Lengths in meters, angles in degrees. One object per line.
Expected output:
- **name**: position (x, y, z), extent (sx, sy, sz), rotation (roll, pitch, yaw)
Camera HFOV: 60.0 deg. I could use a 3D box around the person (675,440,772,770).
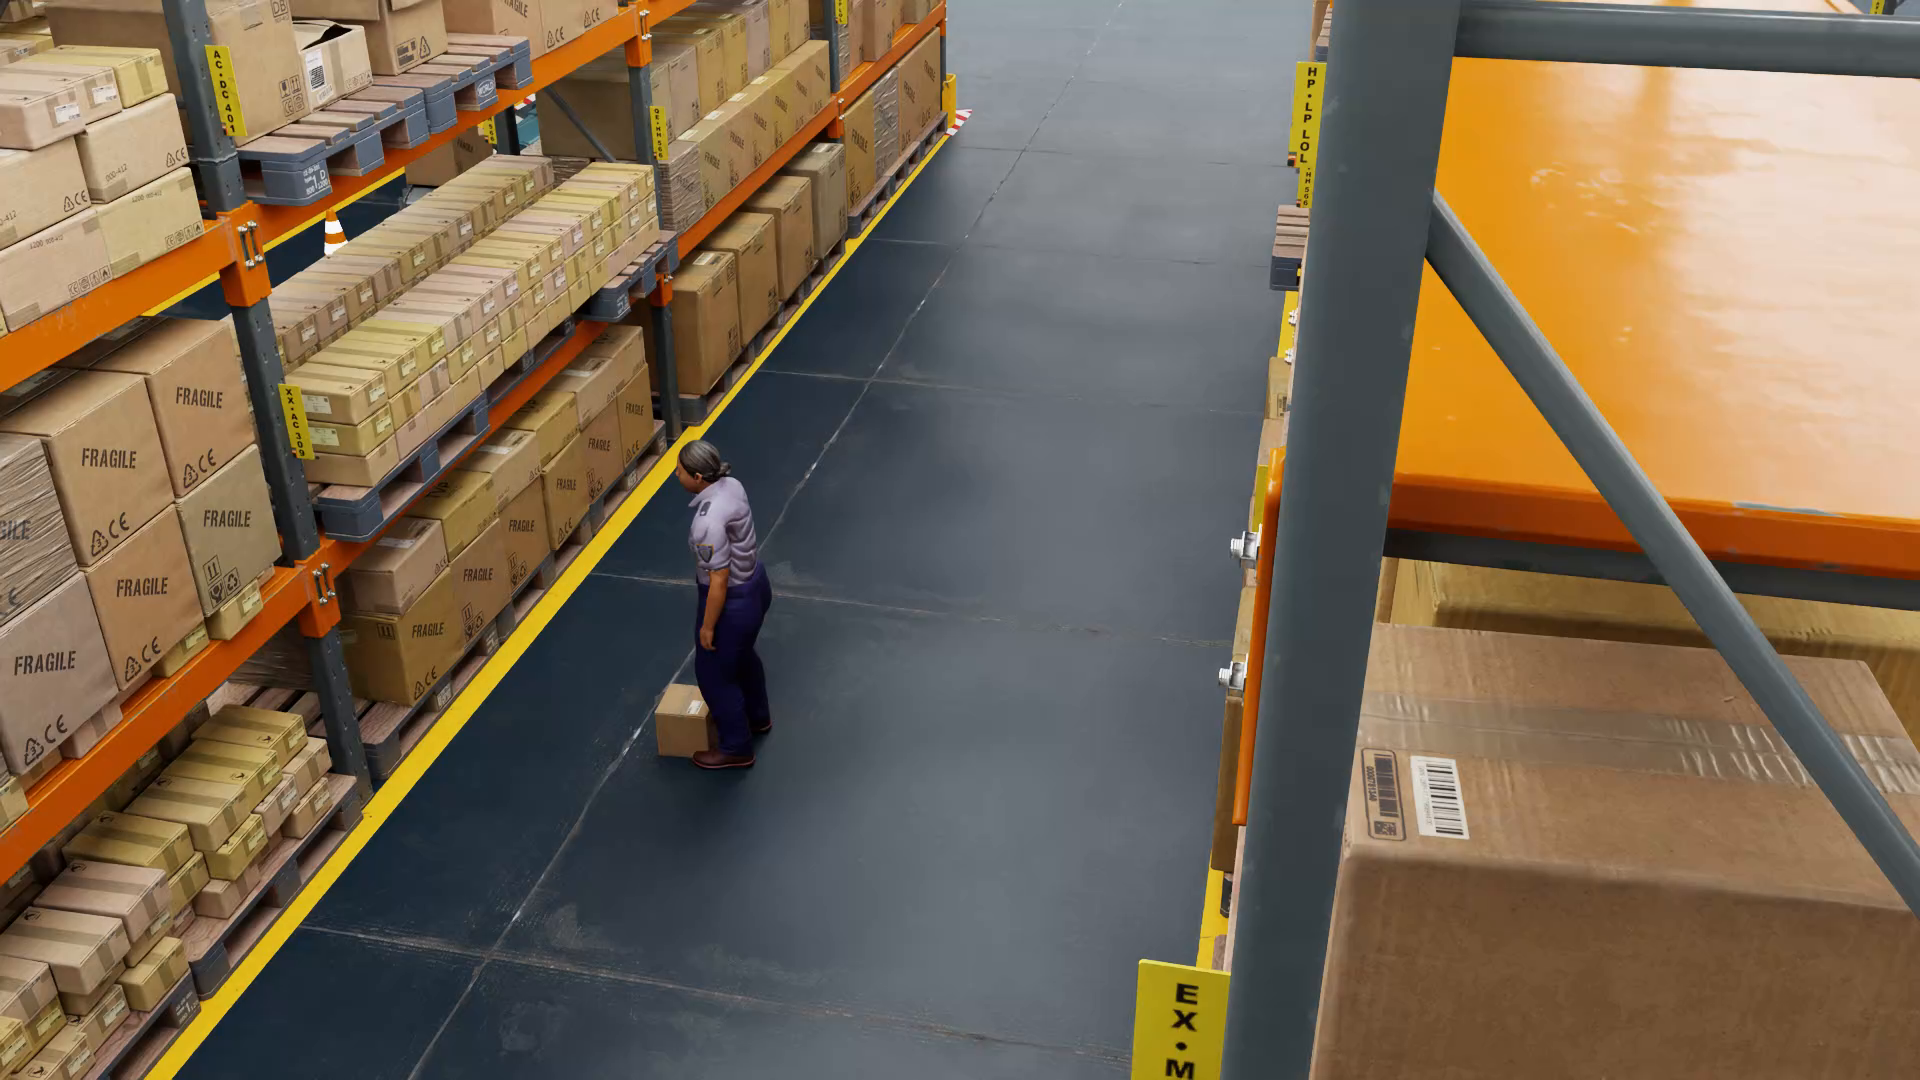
- **person**: position (-1.069, 0.280, 7.627), extent (0.374, 1.651, 0.564), rotation (4, 29, 8)
